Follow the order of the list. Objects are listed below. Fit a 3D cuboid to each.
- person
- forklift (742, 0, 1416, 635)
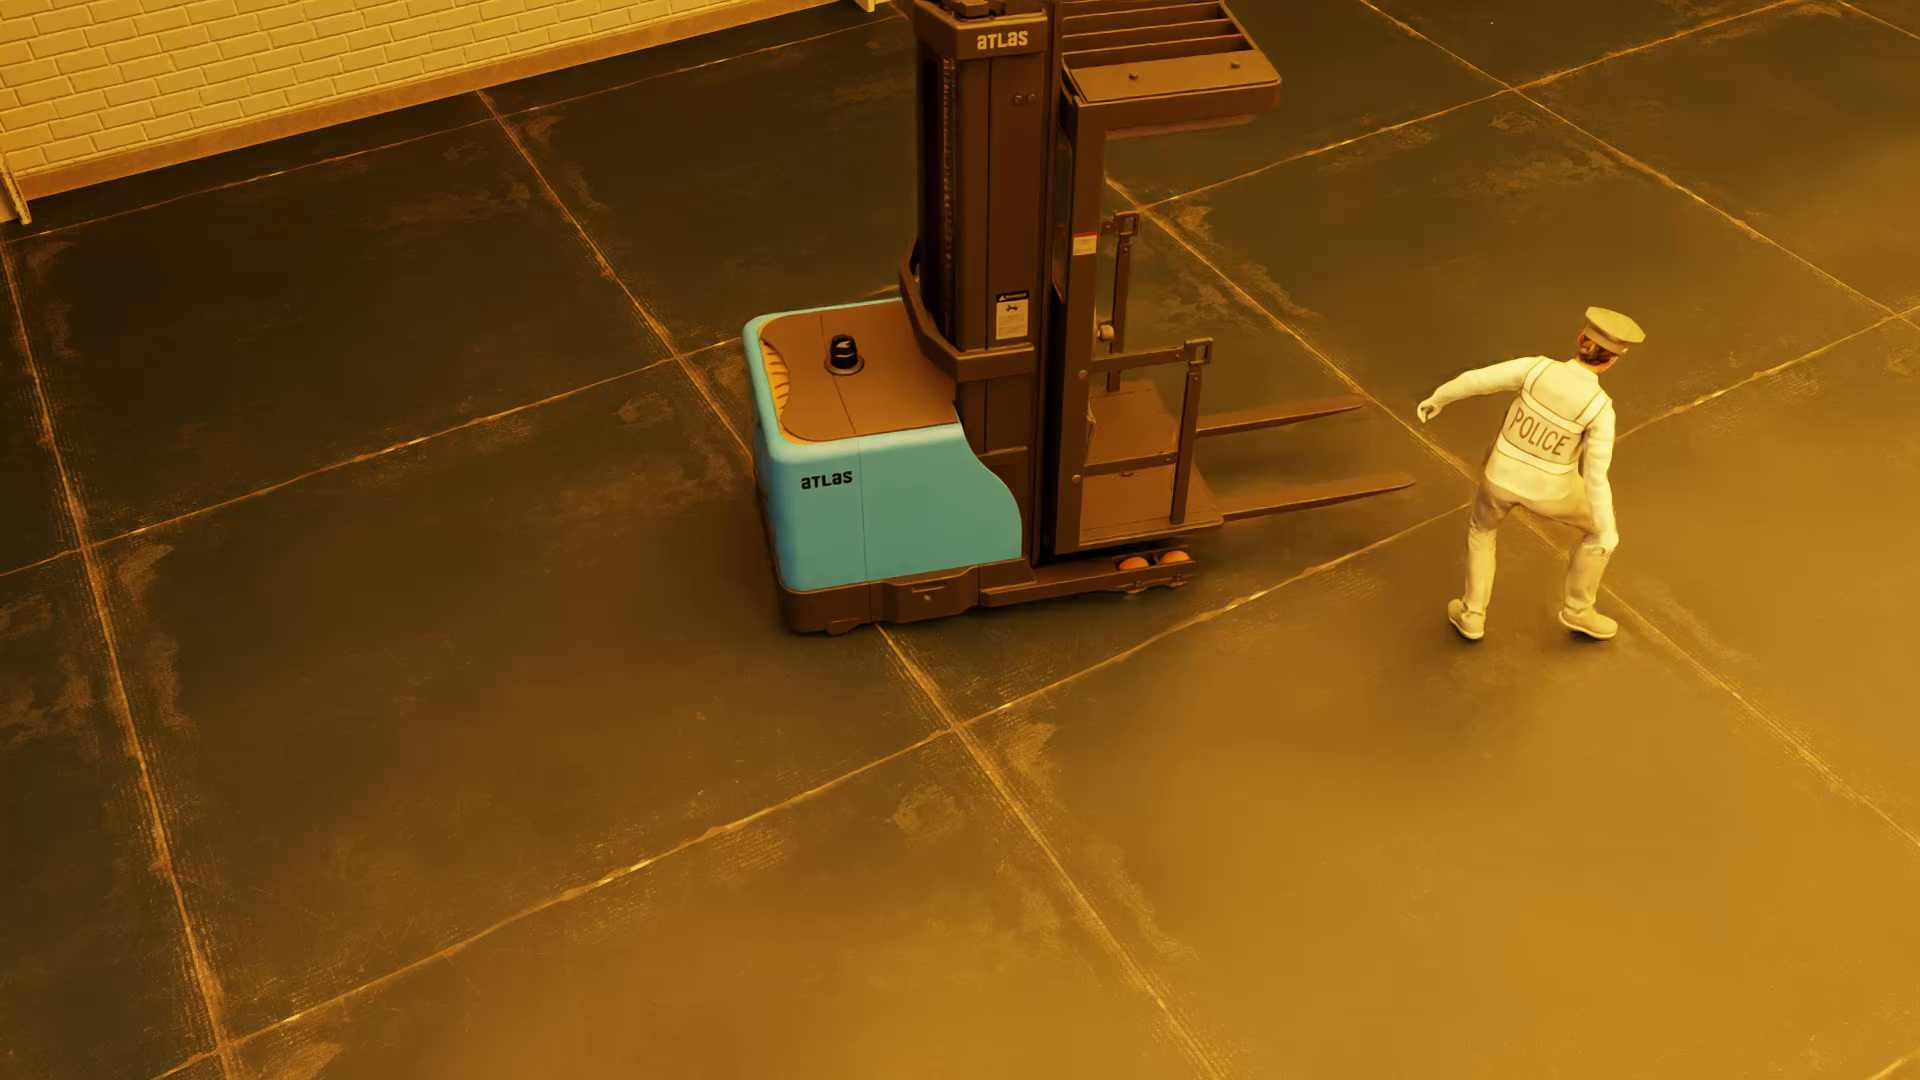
[{"bbox_3d":[2.387,-0.260,6.994,1.056,1.606,0.527,27,49,26],"label":"person"},{"bbox_3d":[0.598,-1.177,6.967,3.031,2.935,1.130,-9,44,-9],"label":"forklift"}]
